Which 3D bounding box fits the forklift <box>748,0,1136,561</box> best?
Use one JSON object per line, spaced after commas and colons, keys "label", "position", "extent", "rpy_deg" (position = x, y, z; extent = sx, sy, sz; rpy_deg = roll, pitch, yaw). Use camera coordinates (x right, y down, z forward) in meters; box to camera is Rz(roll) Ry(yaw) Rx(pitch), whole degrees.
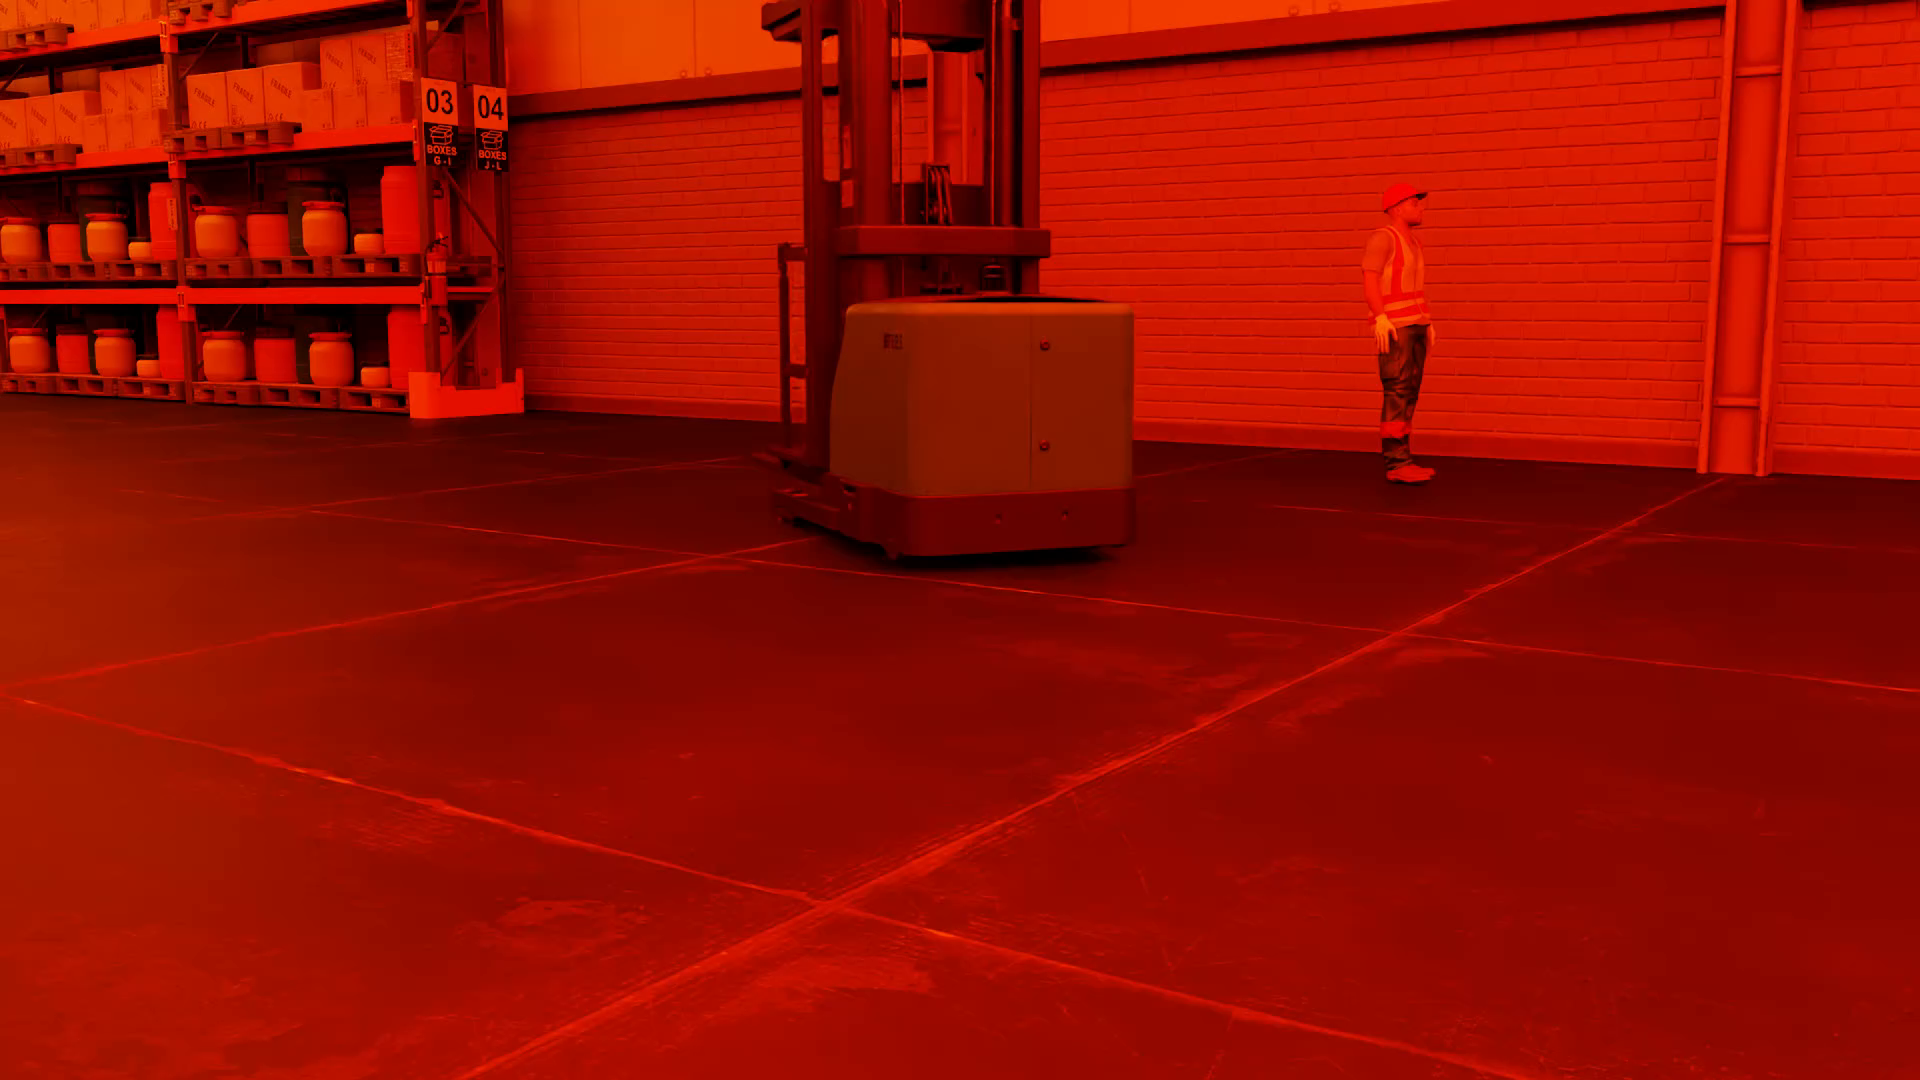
{"label": "forklift", "position": [-0.297, -1.534, 7.983], "extent": [1.130, 2.935, 3.031], "rpy_deg": [-3, 9, -23]}

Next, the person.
{"label": "person", "position": [2.744, -1.263, 10.084], "extent": [0.565, 1.787, 0.639], "rpy_deg": [8, 11, 43]}
